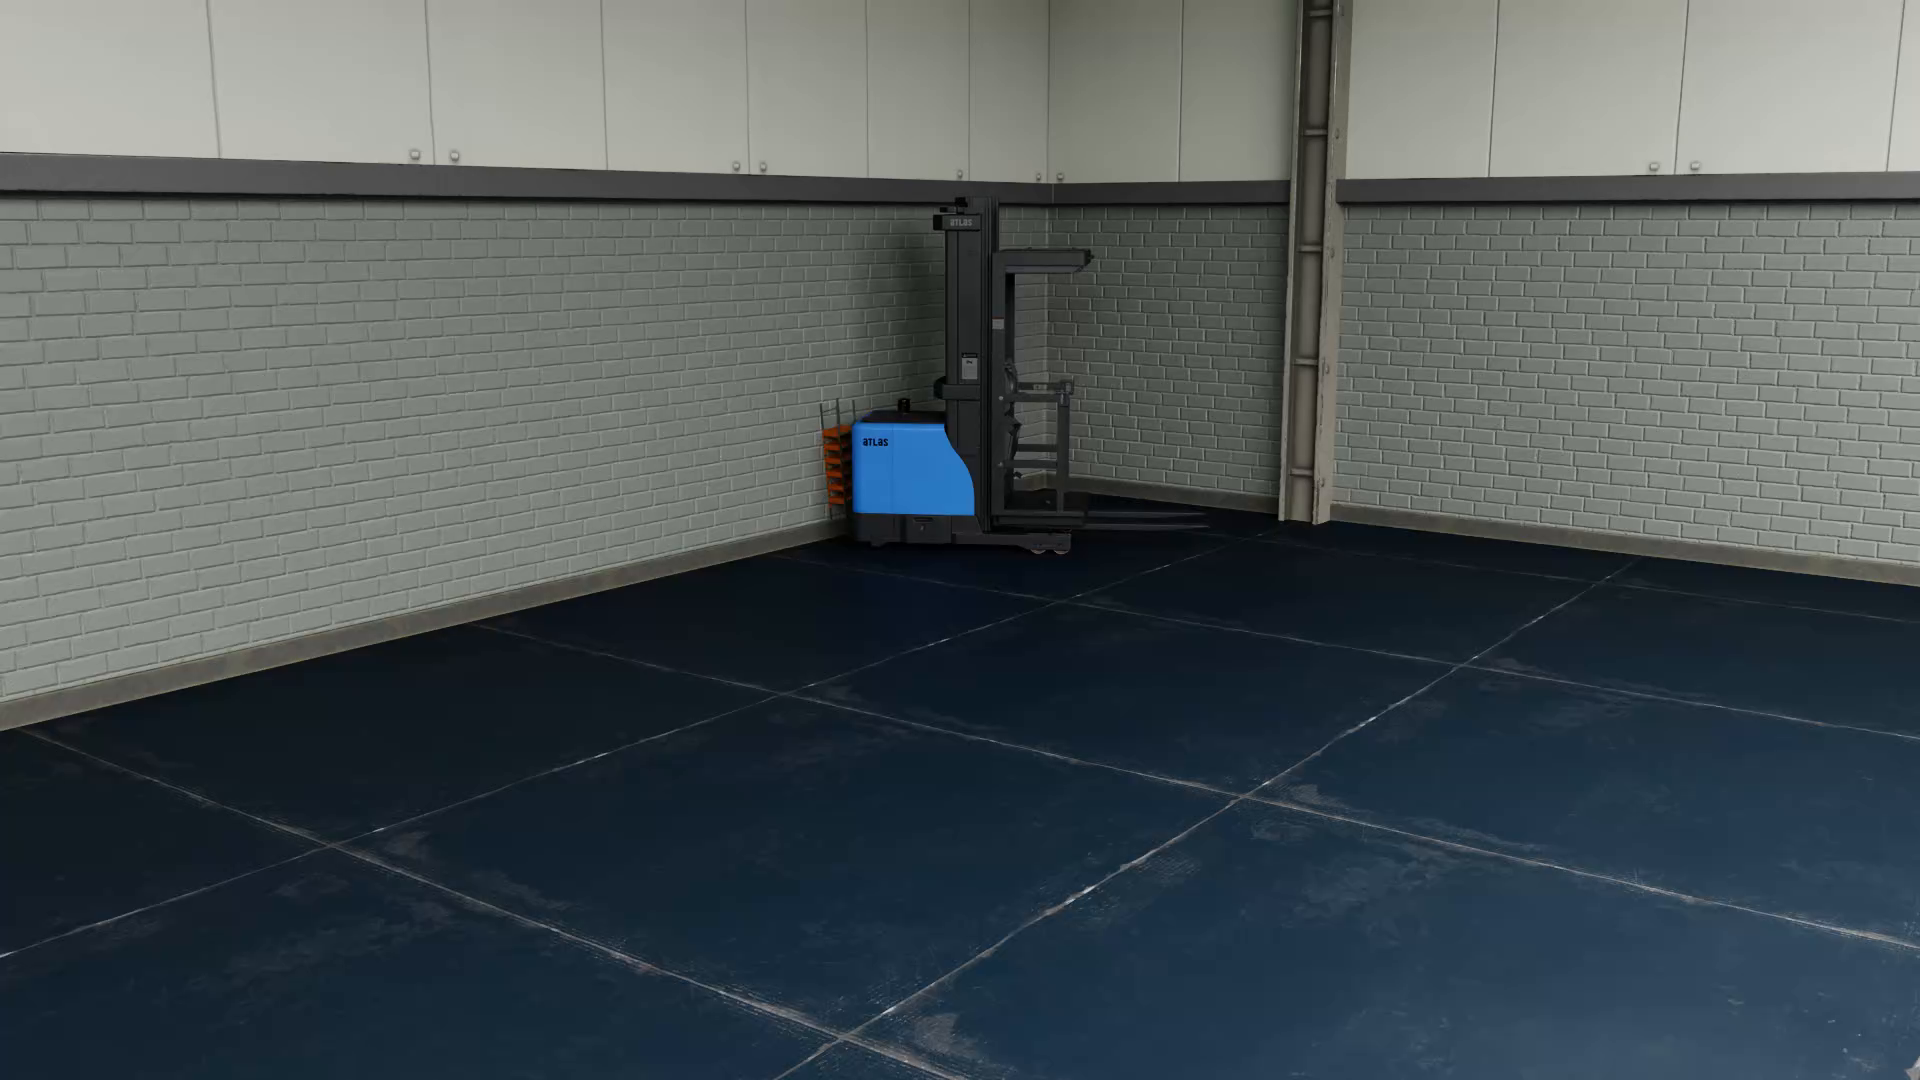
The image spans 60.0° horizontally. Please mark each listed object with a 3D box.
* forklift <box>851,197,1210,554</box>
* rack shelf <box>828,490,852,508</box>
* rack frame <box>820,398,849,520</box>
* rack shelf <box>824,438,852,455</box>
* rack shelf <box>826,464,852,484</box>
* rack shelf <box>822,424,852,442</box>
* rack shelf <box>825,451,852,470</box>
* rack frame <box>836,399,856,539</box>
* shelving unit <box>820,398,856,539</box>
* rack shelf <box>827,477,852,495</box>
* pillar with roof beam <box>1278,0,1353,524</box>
[{"bbox_3d":[0.625,-1.426,14.185,3.031,2.935,1.130,1,11,6],"label":"forklift"},{"bbox_3d":[-1.003,-0.350,14.623,0.180,0.103,0.258,8,20,36],"label":"rack shelf"},{"bbox_3d":[-1.096,-0.633,14.598,0.006,1.200,0.240,8,20,36],"label":"rack frame"},{"bbox_3d":[-1.036,-0.810,14.489,0.180,0.103,0.258,8,20,36],"label":"rack shelf"},{"bbox_3d":[-1.019,-0.580,14.556,0.180,0.103,0.258,8,20,36],"label":"rack shelf"},{"bbox_3d":[-1.044,-0.925,14.456,0.180,0.103,0.258,8,20,36],"label":"rack shelf"},{"bbox_3d":[-1.028,-0.695,14.523,0.180,0.103,0.258,8,20,36],"label":"rack shelf"},{"bbox_3d":[-0.949,-0.612,14.490,0.006,1.200,0.240,8,20,36],"label":"rack frame"},{"bbox_3d":[-1.022,-0.623,14.544,0.189,1.200,0.258,8,20,36],"label":"shelving unit"},{"bbox_3d":[-1.011,-0.465,14.590,0.180,0.103,0.258,8,20,36],"label":"rack shelf"},{"bbox_3d":[0.663,-3.948,11.243,0.400,9.000,9.100,8,13,36],"label":"pillar with roof beam"}]
